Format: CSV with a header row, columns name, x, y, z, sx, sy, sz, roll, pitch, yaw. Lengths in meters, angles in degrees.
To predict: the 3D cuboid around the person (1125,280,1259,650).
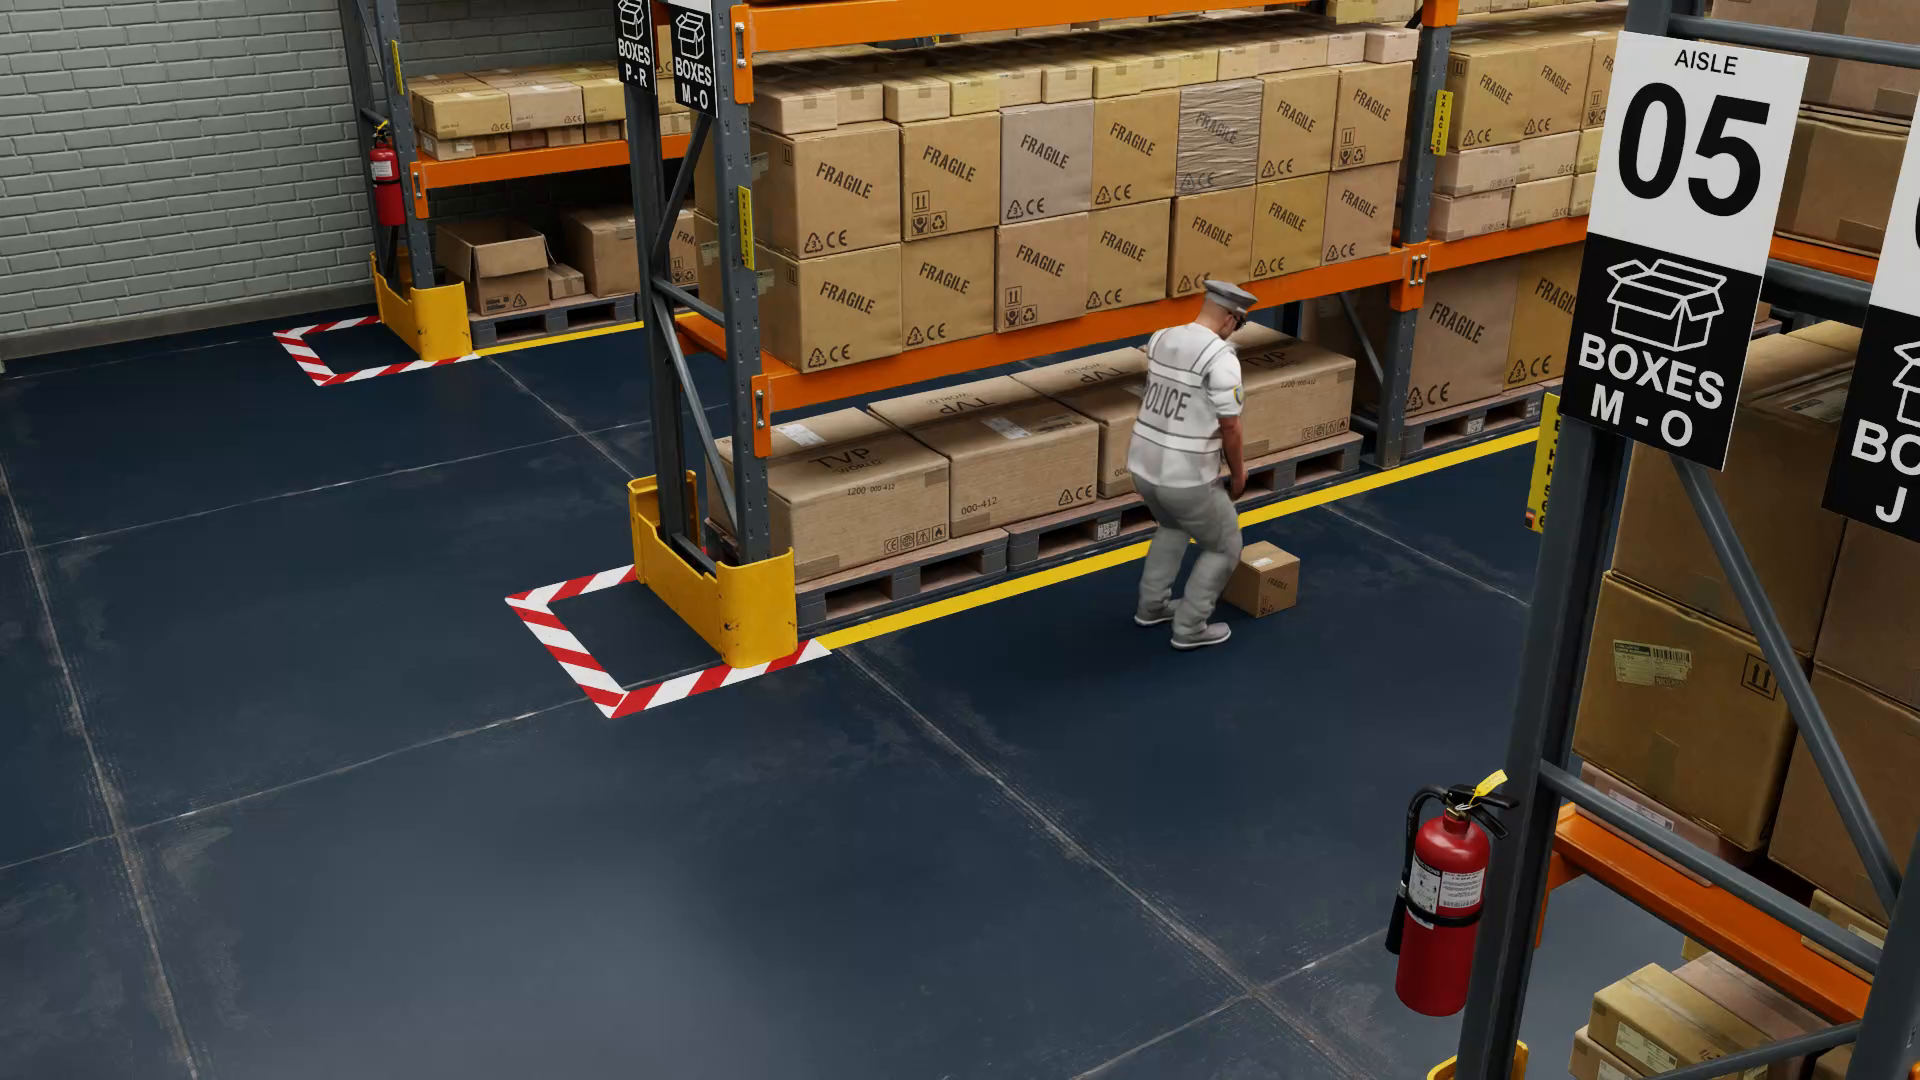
name,x,y,z,sx,sy,sz,roll,pitch,yaw
person,1.027,-0.338,7.462,0.585,1.650,0.571,-15,29,-29
